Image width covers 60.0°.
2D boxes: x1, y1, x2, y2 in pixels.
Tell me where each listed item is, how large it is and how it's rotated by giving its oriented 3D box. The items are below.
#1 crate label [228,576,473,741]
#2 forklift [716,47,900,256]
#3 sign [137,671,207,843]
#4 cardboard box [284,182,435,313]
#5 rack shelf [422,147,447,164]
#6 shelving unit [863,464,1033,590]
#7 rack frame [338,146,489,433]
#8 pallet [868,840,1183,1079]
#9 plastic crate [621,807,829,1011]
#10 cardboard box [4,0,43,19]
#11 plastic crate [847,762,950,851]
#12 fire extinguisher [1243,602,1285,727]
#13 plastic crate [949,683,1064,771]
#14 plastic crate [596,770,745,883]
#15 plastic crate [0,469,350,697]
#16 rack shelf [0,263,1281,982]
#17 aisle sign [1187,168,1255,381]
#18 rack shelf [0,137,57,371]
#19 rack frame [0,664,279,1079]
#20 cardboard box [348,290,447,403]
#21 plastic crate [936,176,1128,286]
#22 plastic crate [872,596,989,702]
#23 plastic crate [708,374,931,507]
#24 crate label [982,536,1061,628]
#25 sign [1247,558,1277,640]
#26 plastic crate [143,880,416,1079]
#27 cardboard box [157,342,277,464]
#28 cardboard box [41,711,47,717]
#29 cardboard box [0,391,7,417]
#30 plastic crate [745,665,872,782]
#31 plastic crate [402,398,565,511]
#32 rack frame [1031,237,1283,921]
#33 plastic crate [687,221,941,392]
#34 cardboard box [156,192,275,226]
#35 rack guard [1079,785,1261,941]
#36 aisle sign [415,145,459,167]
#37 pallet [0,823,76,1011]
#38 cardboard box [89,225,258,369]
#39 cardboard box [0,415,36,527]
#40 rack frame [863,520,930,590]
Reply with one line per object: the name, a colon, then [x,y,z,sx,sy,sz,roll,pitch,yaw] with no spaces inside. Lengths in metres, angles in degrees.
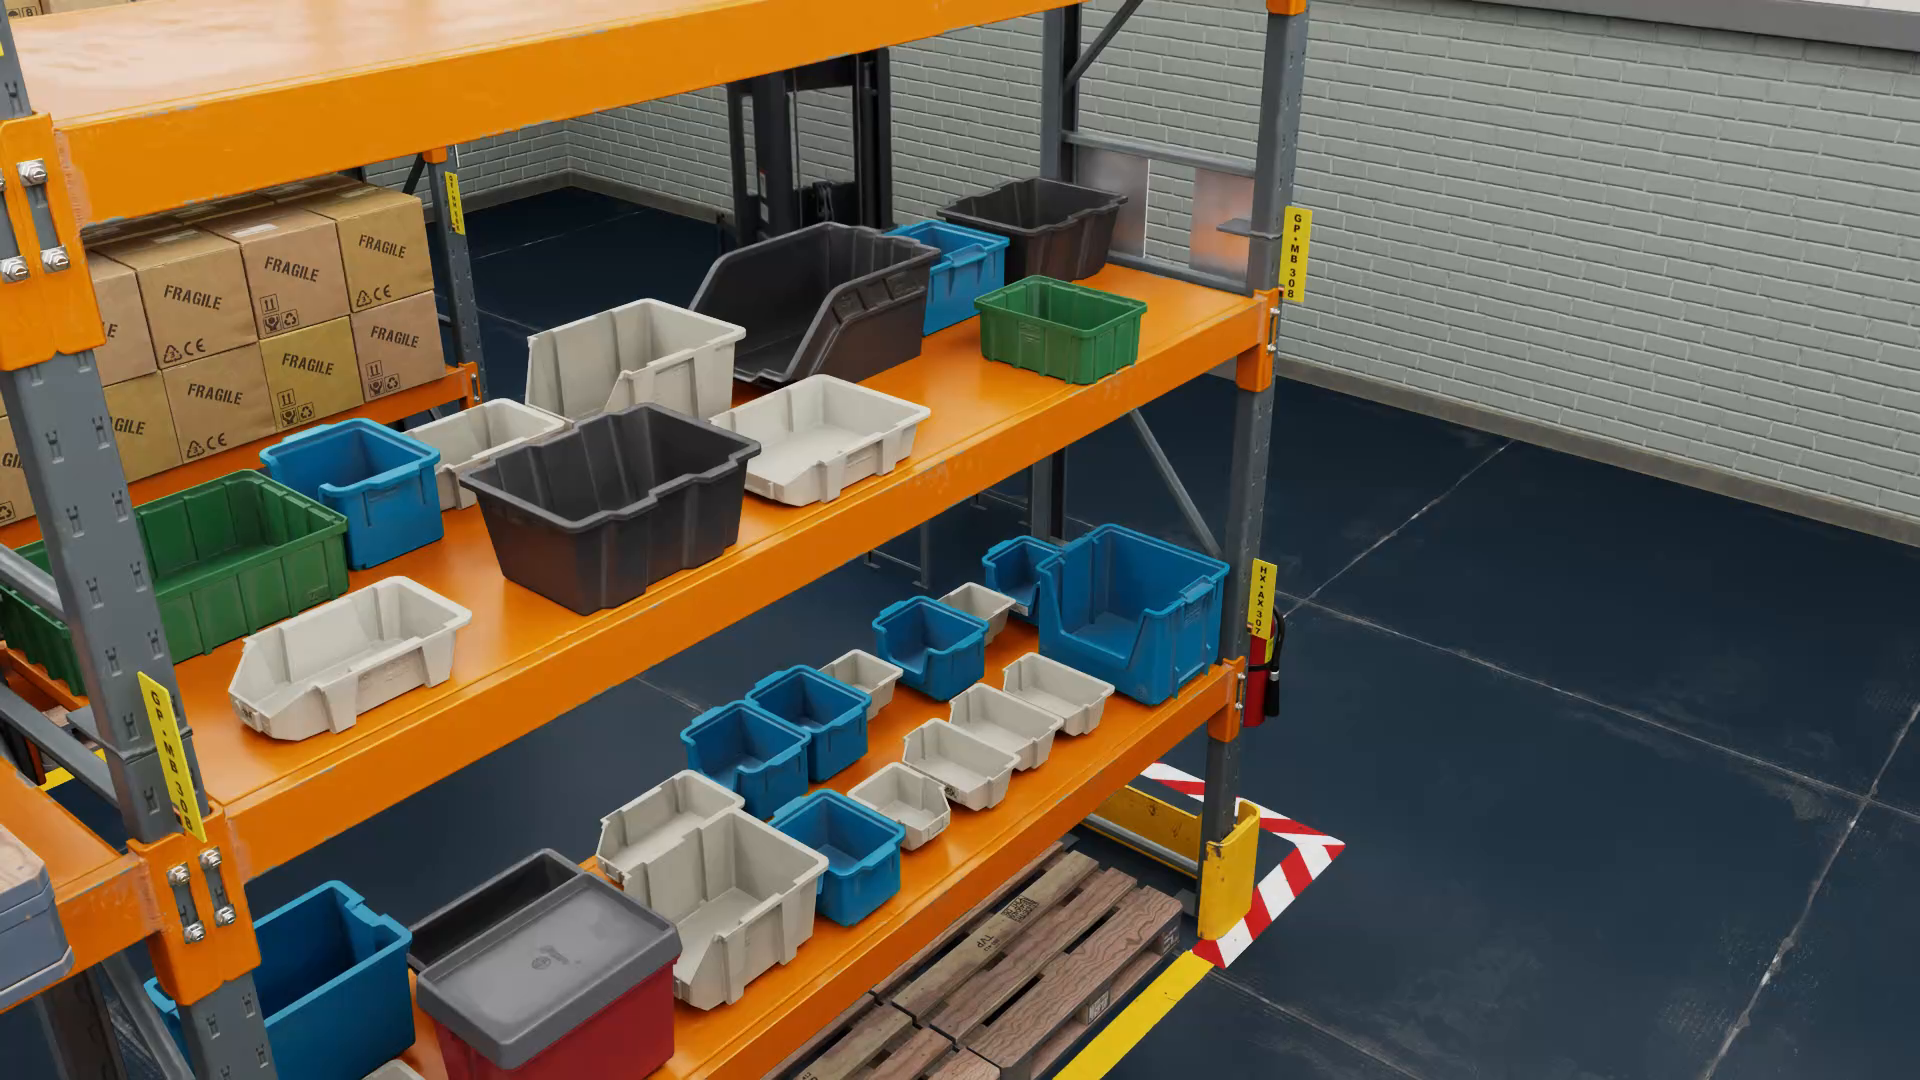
crate label: [-1.290,0.260,3.506,0.293,0.136,0.466,21,34,34]
forklift: [-1.138,-2.404,11.708,1.130,2.935,3.031,-13,30,-23]
sign: [-1.401,0.389,2.959,0.100,0.325,0.005,21,34,34]
cardboard box: [-3.171,-1.554,8.792,0.500,0.500,0.500,20,34,34]
rack shelf: [-4.372,-1.607,7.610,1.077,0.370,4.000,21,34,34]
shelving unit: [-0.054,-0.636,9.847,0.538,1.500,1.048,21,34,34]
rack frame: [-3.100,-1.303,9.505,1.000,3.000,0.127,21,34,34]
pallet: [0.165,1.665,6.801,1.003,0.211,1.213,21,34,34]
plastic crate: [-0.711,1.102,4.918,0.437,0.282,0.530,21,34,34]
cardboard box: [-4.423,-2.426,7.214,0.700,0.500,0.500,21,34,34]
plastic crate: [-0.187,0.893,5.481,0.298,0.136,0.250,21,34,34]
fire extinguisher: [1.166,0.425,6.654,0.296,0.674,0.183,21,34,34]
plastic crate: [0.145,0.677,5.899,0.396,0.136,0.243,21,34,34]
plastic crate: [-0.949,0.949,5.373,0.293,0.136,0.466,21,34,34]
plastic crate: [-1.788,0.087,3.783,0.450,0.188,0.662,21,34,34]
rack shelf: [-0.552,-0.158,4.809,1.077,0.370,4.000,21,34,34]
aisle sign: [0.992,-0.949,5.990,0.394,0.787,0.004,21,34,34]
rack shelf: [-3.097,0.106,1.470,1.077,0.370,4.000,21,34,34]
rack frame: [-1.824,1.564,3.962,1.000,3.000,0.127,21,34,34]
cardboard box: [-3.175,-1.109,9.021,0.500,0.500,0.500,22,35,36]
plastic crate: [0.260,-1.074,5.938,0.497,0.269,0.590,21,34,34]
plastic crate: [-0.110,0.418,6.294,0.416,0.233,0.300,21,34,34]
plastic crate: [-0.403,-0.264,4.519,0.437,0.136,0.530,21,34,34]
crate label: [0.309,0.185,6.745,0.416,0.233,0.303,21,34,34]
sign: [1.155,0.228,6.367,0.100,0.325,0.005,21,34,34]
plastic crate: [-1.791,1.279,4.465,0.392,0.384,0.575,21,34,34]
cardboard box: [-3.824,-0.749,8.325,0.500,0.500,0.500,21,34,35]
cardboard box: [-4.668,0.783,8.077,0.380,0.166,0.250,21,34,34]
cardboard box: [-4.472,-0.824,7.381,0.500,0.500,0.500,20,33,33]
plastic crate: [-0.529,0.652,5.843,0.416,0.233,0.300,21,34,34]
plastic crate: [-1.309,-0.213,4.420,0.293,0.136,0.466,21,34,34]
rack frame: [0.720,0.146,6.704,1.000,3.000,0.127,21,34,34]
plastic crate: [-0.464,-0.698,5.137,0.504,0.338,0.767,21,34,34]
cardboard box: [-3.912,-1.524,8.734,0.500,0.500,0.500,21,34,35]
rack guard: [0.725,1.244,7.302,1.175,0.500,0.348,21,34,34]
aisle sign: [-2.820,-2.393,8.781,0.394,0.787,0.004,21,34,34]
pallet: [-2.248,0.622,2.724,1.213,0.211,1.003,21,34,34]
cardboard box: [-3.818,-1.189,8.087,0.500,0.500,0.500,22,34,36]
cardboard box: [-4.467,-0.390,7.630,0.500,0.500,0.500,21,34,34]
rack frame: [-0.378,-0.456,9.499,0.500,1.500,0.032,21,34,34]
